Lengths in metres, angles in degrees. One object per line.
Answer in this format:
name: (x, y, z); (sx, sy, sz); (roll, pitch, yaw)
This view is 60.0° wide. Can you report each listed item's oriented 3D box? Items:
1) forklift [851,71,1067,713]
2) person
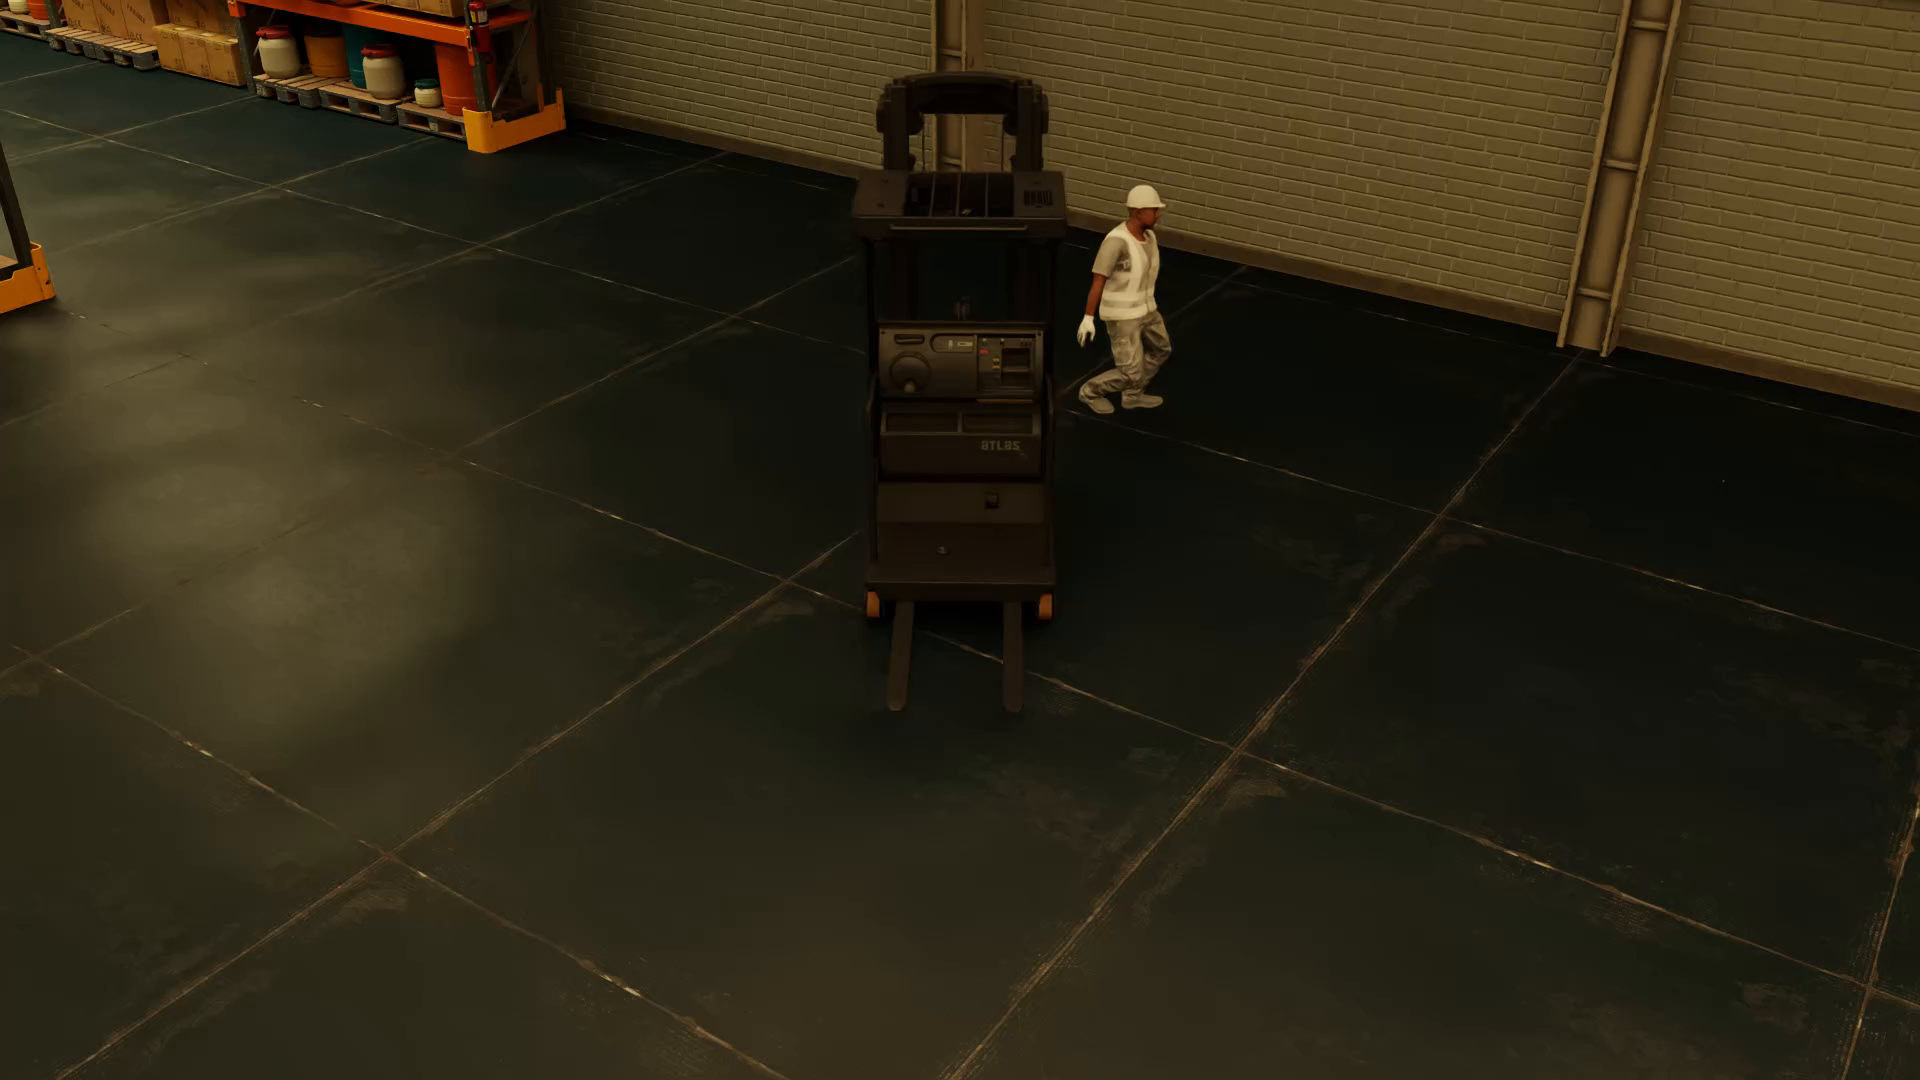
forklift: (0.003, -0.957, 9.229); (1.130, 2.935, 3.031); (1, 30, 1)
person: (1.119, -1.567, 11.335); (0.508, 1.683, 0.889); (21, 36, 32)
